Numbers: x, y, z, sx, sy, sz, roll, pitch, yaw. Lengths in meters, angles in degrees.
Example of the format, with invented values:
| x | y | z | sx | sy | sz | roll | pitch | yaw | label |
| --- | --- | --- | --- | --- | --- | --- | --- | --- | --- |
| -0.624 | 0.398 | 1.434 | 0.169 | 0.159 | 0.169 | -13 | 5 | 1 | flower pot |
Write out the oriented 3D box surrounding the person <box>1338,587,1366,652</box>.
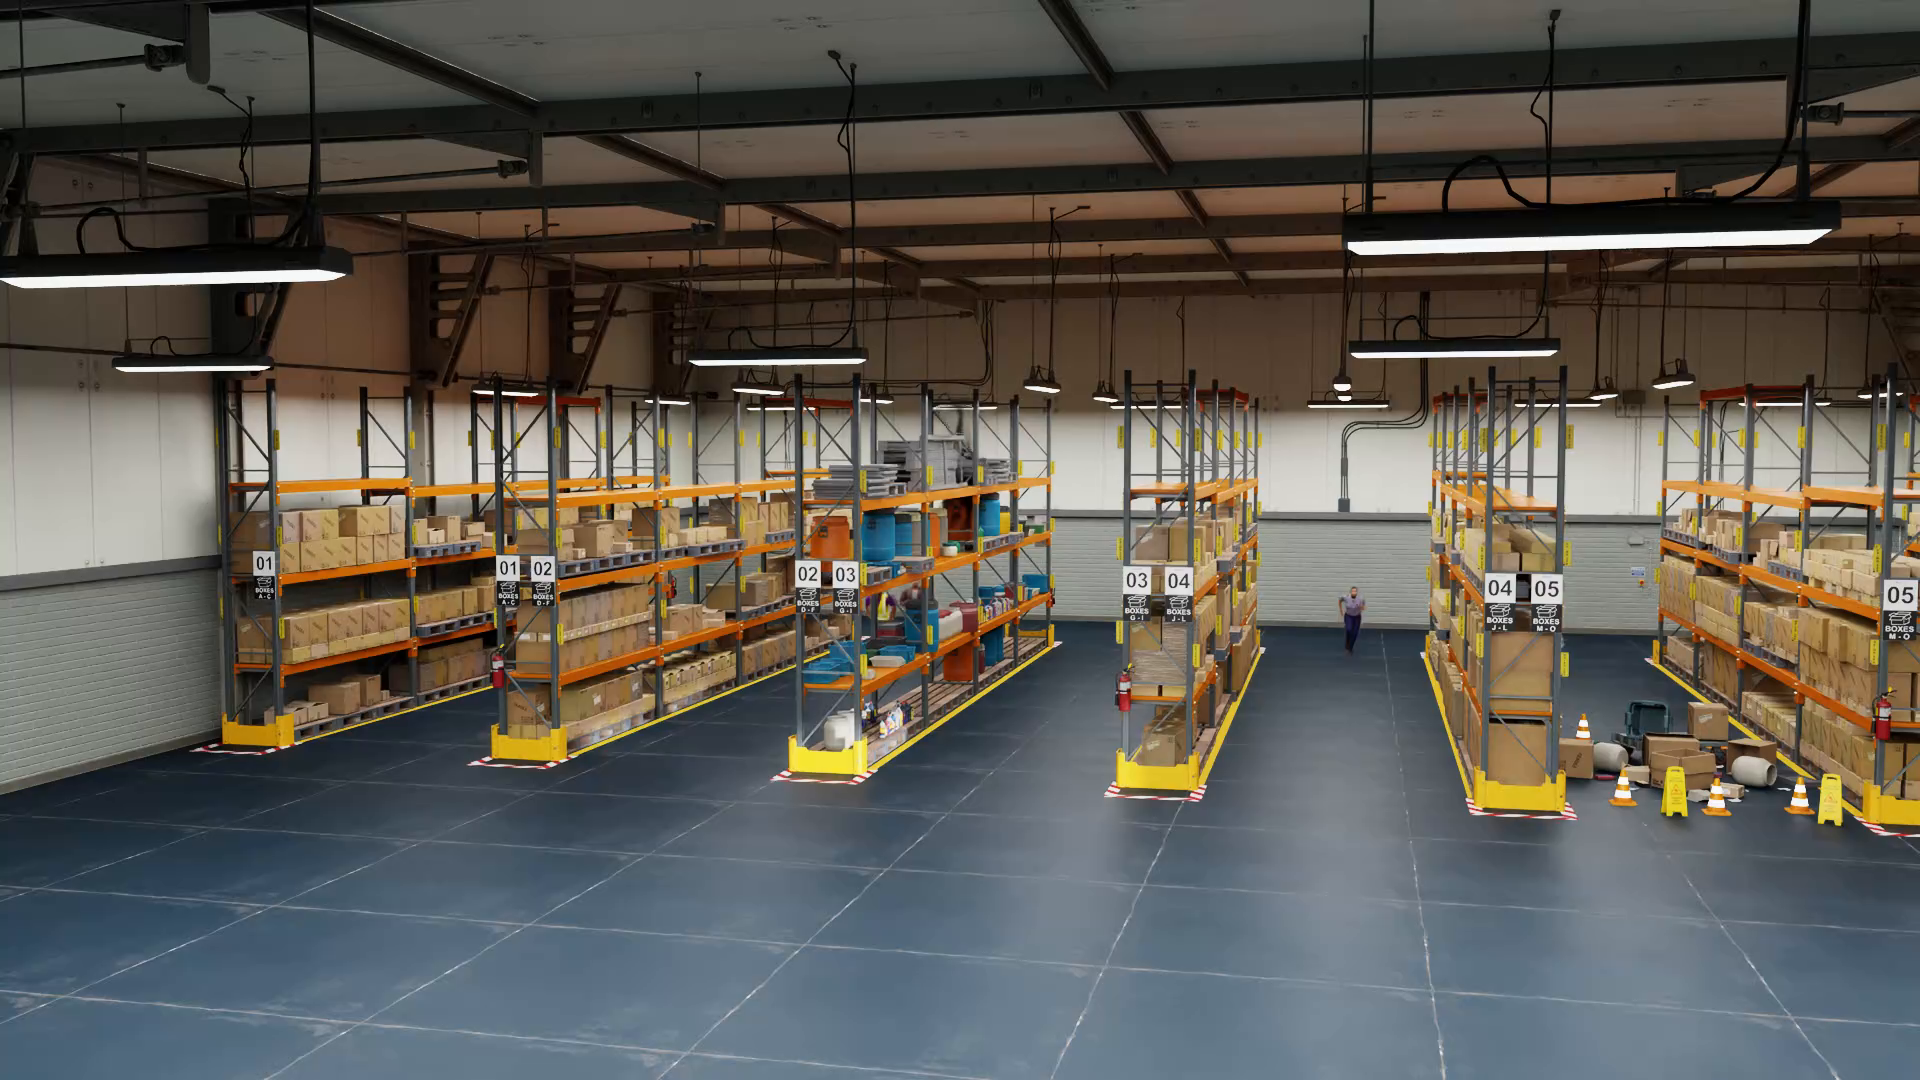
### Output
| x | y | z | sx | sy | sz | roll | pitch | yaw | label |
| --- | --- | --- | --- | --- | --- | --- | --- | --- | --- |
| 9.205 | 1.865 | 39.031 | 0.591 | 1.570 | 0.807 | 0 | 3 | 3 | person |

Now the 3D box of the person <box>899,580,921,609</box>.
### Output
| x | y | z | sx | sy | sz | roll | pitch | yaw | label |
| --- | --- | --- | --- | --- | --- | --- | --- | --- | --- |
| -0.967 | 1.686 | 35.997 | 0.723 | 1.814 | 0.994 | 1 | 3 | 9 | person |

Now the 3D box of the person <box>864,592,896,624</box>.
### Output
| x | y | z | sx | sy | sz | roll | pitch | yaw | label |
| --- | --- | --- | --- | --- | --- | --- | --- | --- | --- |
| -1.702 | 1.733 | 35.743 | 0.688 | 1.705 | 0.857 | 1 | 4 | 17 | person |
